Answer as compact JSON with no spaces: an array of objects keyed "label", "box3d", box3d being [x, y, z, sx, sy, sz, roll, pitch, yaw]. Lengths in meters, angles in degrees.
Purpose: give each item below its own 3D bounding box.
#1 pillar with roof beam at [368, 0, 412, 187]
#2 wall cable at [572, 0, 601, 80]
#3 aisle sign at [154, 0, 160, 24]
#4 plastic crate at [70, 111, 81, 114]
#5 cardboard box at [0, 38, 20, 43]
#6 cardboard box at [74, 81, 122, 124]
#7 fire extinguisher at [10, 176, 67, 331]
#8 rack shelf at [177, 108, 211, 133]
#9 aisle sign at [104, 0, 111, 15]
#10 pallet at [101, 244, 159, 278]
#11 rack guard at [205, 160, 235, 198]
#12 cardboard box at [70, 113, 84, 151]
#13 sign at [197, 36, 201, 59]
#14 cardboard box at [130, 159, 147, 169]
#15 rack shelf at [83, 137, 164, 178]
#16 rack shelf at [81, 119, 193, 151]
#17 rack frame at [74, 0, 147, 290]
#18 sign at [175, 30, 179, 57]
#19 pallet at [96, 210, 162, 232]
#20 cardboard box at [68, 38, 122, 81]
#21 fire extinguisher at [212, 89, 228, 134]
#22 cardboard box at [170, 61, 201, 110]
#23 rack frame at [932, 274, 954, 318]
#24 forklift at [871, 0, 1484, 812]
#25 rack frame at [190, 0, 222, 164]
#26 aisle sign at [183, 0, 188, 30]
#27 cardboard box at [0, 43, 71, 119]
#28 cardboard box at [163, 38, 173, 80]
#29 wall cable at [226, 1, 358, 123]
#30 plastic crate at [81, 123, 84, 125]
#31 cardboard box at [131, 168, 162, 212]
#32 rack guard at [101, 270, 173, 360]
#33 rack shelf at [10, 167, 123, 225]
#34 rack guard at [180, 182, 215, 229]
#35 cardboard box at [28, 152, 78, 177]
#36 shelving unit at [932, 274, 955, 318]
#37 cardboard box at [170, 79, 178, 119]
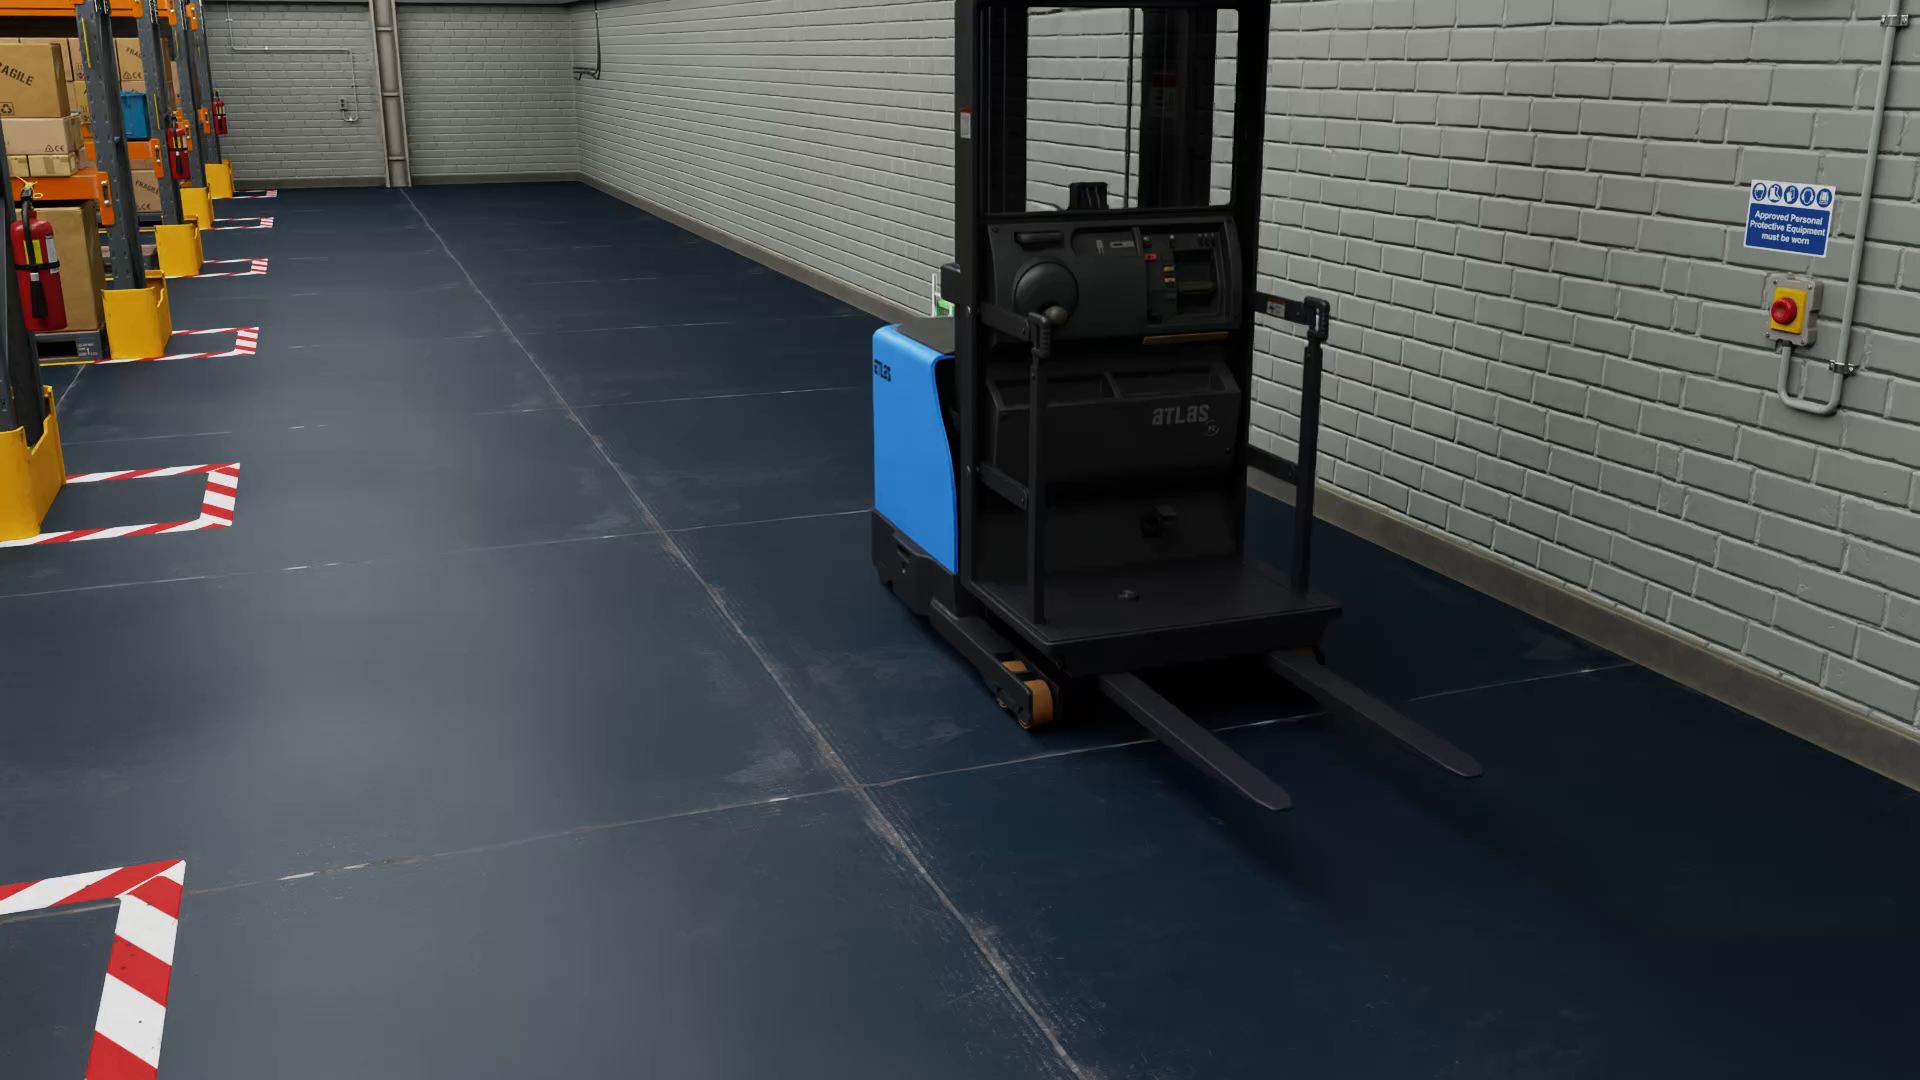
[{"label":"pillar with roof beam","box3d":[-7.780,-9.062,22.488,0.400,9.000,9.100,-6,17,-20]},{"label":"wall cable","box3d":[-6.122,-8.682,26.702,0.112,2.526,3.097,-6,17,-20]},{"label":"aisle sign","box3d":[-8.026,-5.543,16.536,0.004,0.787,0.394,-6,17,-20]},{"label":"plastic crate","box3d":[-8.950,-4.154,16.611,0.300,0.233,0.416,-6,17,-20]},{"label":"cardboard box","box3d":[-11.506,-5.768,19.964,0.500,0.500,0.500,-6,17,-18]},{"label":"cardboard box","box3d":[-10.560,-5.392,20.458,0.500,0.500,0.500,-6,17,-20]},{"label":"fire extinguisher","box3d":[-4.134,-1.280,7.432,0.183,0.674,0.296,-6,17,-20]},{"label":"rack shelf","box3d":[-13.399,-6.270,24.903,4.000,0.370,1.077,-6,17,-20]},{"label":"aisle sign","box3d":[-6.255,-4.241,12.102,0.004,0.787,0.394,-6,17,-20]},{"label":"pallet","box3d":[-8.771,-2.799,16.756,1.213,0.211,1.003,-6,17,-20]},{"label":"rack guard","box3d":[-11.509,-5.620,25.849,0.348,0.500,1.175,-6,17,-20]},{"label":"cardboard box","box3d":[-6.759,-3.001,12.231,0.500,0.250,0.500,-7,18,-22]},{"label":"sign","box3d":[-11.351,-7.342,24.801,0.005,0.325,0.100,-6,17,-20]},{"label":"cardboard box","box3d":[-12.617,-5.672,25.279,0.500,0.500,0.700,-6,17,-20]},{"label":"rack shelf","box3d":[-9.854,-3.663,16.027,4.000,0.370,1.077,-6,17,-20]},{"label":"rack shelf","box3d":[-11.623,-4.967,20.466,4.000,0.370,1.077,-6,17,-20]},{"label":"rack frame","box3d":[-6.214,-2.907,12.174,0.127,3.000,1.000,-6,17,-20]},{"label":"sign","box3d":[-9.576,-6.073,20.339,0.005,0.325,0.100,-6,17,-20]},{"label":"pallet","box3d":[-10.571,-4.088,21.144,1.213,0.211,1.003,-6,17,-20]},{"label":"cardboard box","box3d":[-10.544,-5.873,20.323,0.500,0.500,0.500,-6,17,-19]},{"label":"fire extinguisher","box3d":[-11.226,-6.495,25.190,0.183,0.674,0.296,-6,17,-20]},{"label":"cardboard box","box3d":[-12.004,-6.907,25.262,0.700,0.700,0.980,-5,17,-18]},{"label":"rack frame","box3d":[-0.073,-0.568,7.402,0.015,1.200,0.240,-6,17,-20]},{"label":"forklift","box3d":[0.615,-0.913,5.504,1.130,2.935,3.031,-6,17,-19]},{"label":"rack frame","box3d":[-11.532,-6.817,25.488,0.127,3.000,1.000,-6,17,-20]},{"label":"aisle sign","box3d":[-9.797,-6.845,20.971,0.004,0.787,0.394,-6,17,-20]},{"label":"cardboard box","box3d":[-6.575,-3.219,11.645,0.500,0.500,0.500,-6,17,-19]},{"label":"cardboard box","box3d":[-10.264,-6.066,20.980,0.500,0.500,0.500,-6,17,-18]},{"label":"wall cable","box3d":[-10.675,-7.682,26.632,1.851,1.984,0.084,-6,17,-20]},{"label":"plastic crate","box3d":[-8.683,-3.983,16.198,0.243,0.136,0.396,-6,17,-20]},{"label":"cardboard box","box3d":[-10.175,-4.406,20.934,0.500,0.500,0.500,-6,17,-20]},{"label":"rack guard","box3d":[-6.192,-1.710,12.535,0.348,0.500,1.175,-6,17,-20]},{"label":"rack shelf","box3d":[-8.082,-2.360,11.589,4.000,0.370,1.077,-6,17,-20]},{"label":"rack guard","box3d":[-9.827,-4.307,21.377,0.348,0.500,1.175,-6,17,-20]},{"label":"cardboard box","box3d":[-6.429,-2.664,11.792,0.250,0.149,0.380,-6,17,-19]},{"label":"shelving unit","box3d":[0.155,-0.592,7.486,0.503,1.200,0.258,-6,17,-20]},{"label":"cardboard box","box3d":[-10.264,-5.587,21.121,0.500,0.500,0.500,-6,17,-19]}]
